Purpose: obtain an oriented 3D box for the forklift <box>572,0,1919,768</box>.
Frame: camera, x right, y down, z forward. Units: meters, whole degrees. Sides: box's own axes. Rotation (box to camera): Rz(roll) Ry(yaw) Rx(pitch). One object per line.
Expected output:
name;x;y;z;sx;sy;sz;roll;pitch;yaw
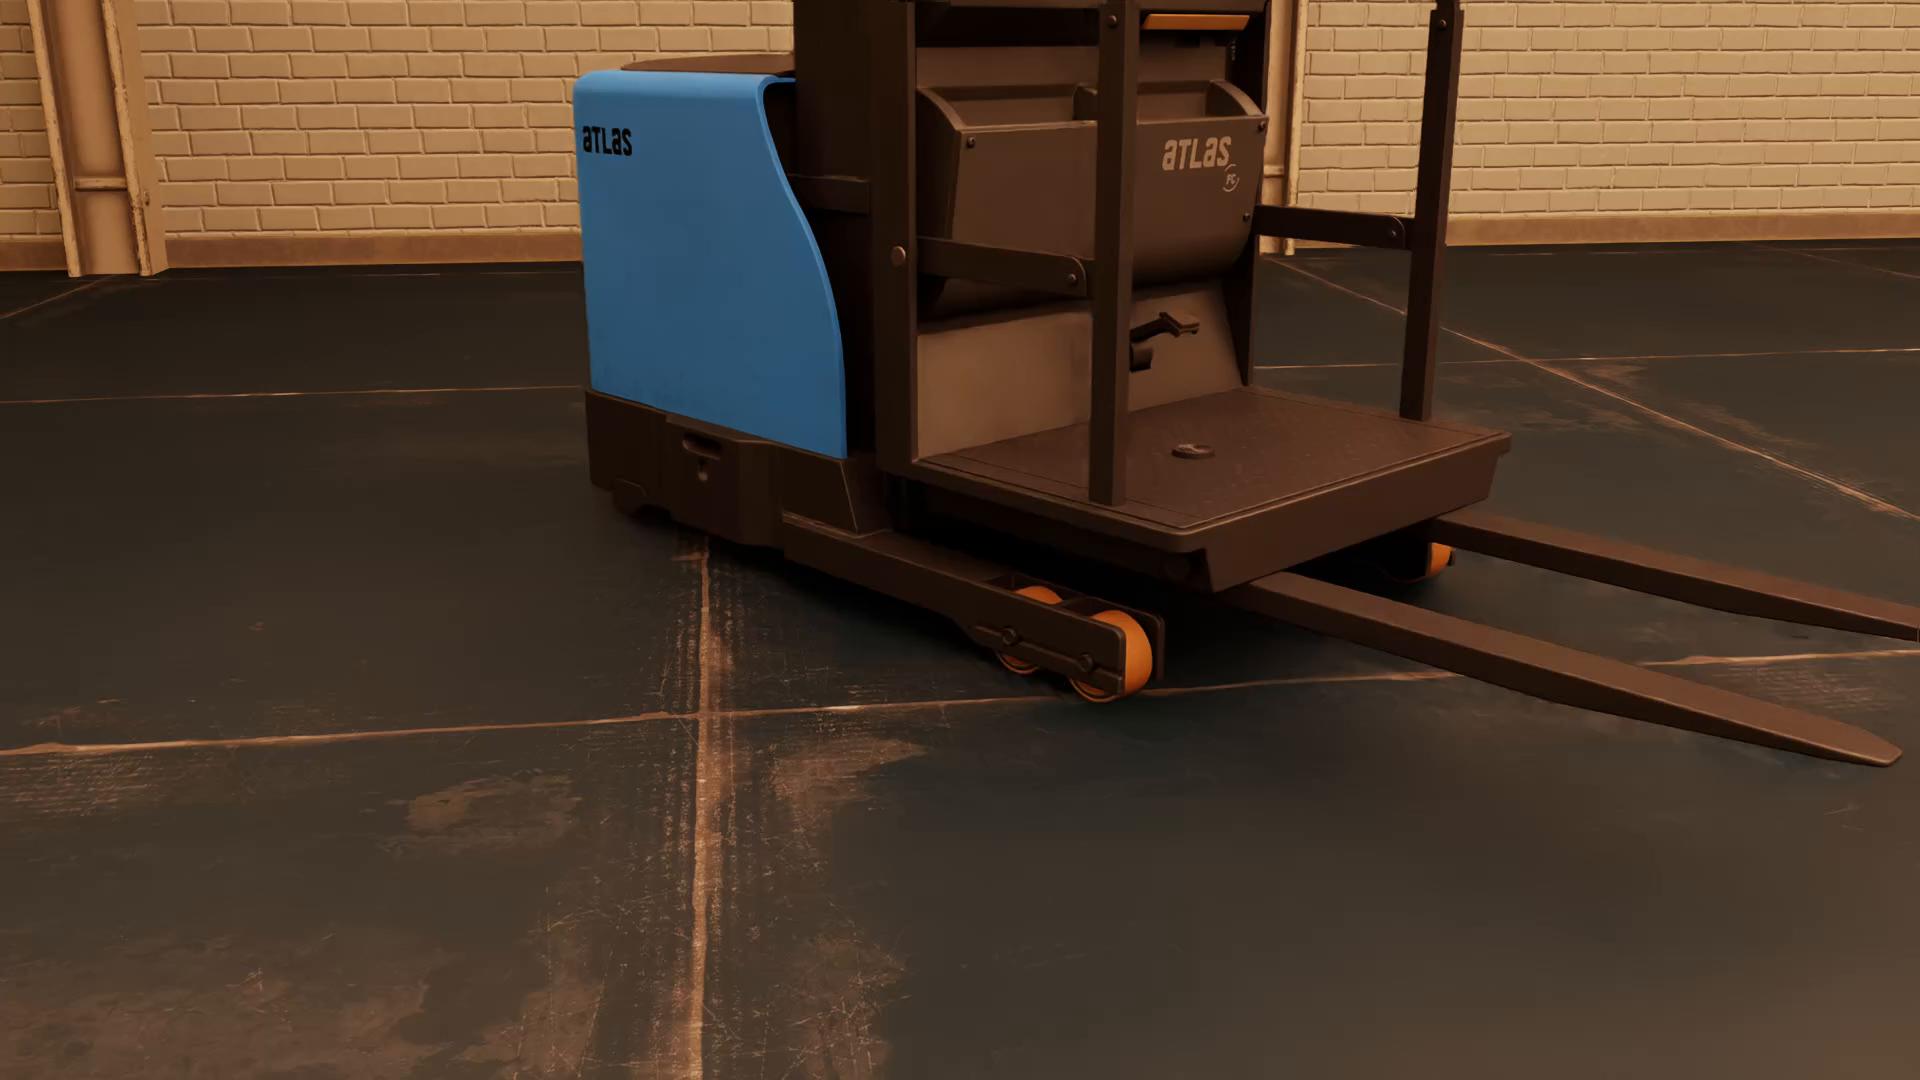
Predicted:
forklift;0.437;-1.276;3.122;1.130;2.935;3.031;-15;22;-41
